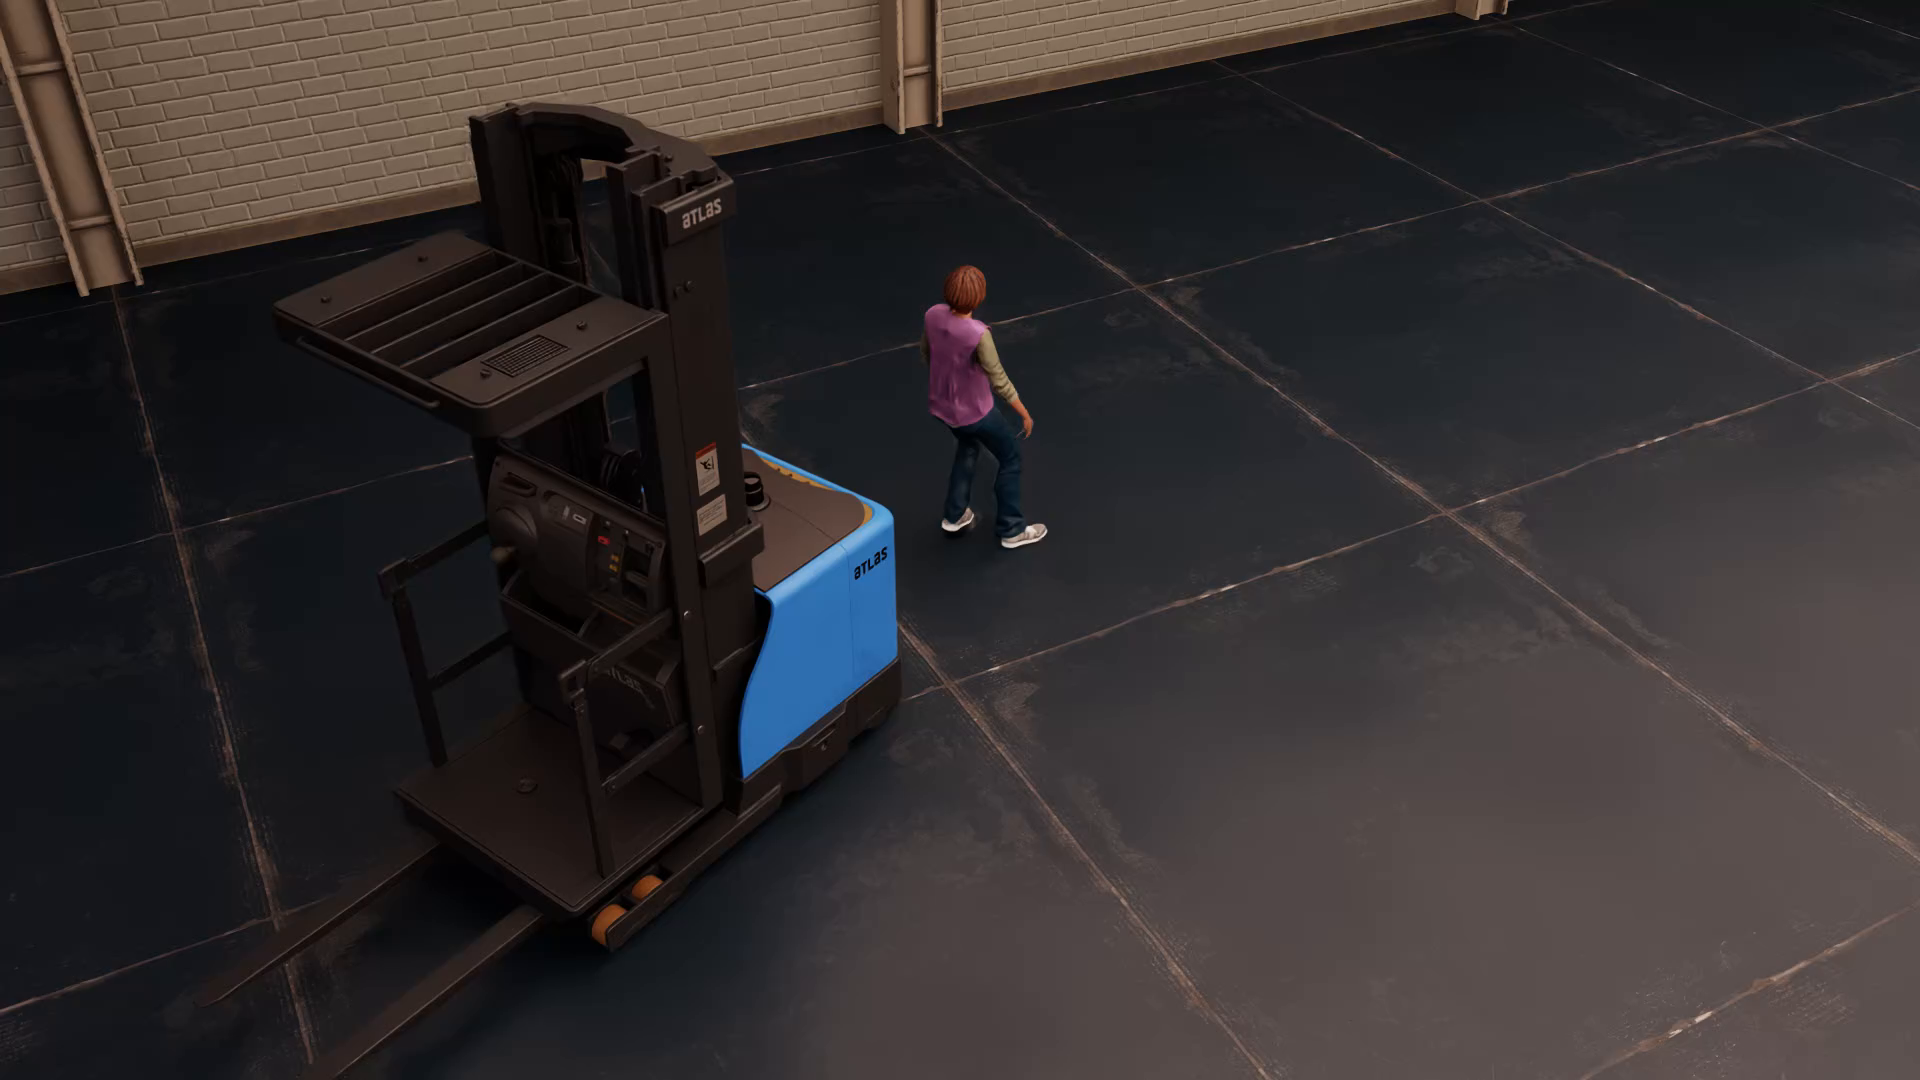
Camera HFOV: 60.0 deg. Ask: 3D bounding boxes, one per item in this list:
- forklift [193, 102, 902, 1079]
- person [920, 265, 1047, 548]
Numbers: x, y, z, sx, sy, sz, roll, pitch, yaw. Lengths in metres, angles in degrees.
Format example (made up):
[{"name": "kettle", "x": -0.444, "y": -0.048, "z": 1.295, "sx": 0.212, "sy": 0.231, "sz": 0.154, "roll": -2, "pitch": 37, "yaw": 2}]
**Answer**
[{"name": "forklift", "x": -1.560, "y": 0.057, "z": 6.043, "sx": 1.130, "sy": 2.935, "sz": 3.031, "roll": 24, "pitch": 42, "yaw": 30}, {"name": "person", "x": 0.101, "y": -0.684, "z": 8.289, "sx": 0.600, "sy": 1.542, "sz": 0.445, "roll": 29, "pitch": 44, "yaw": 34}]
